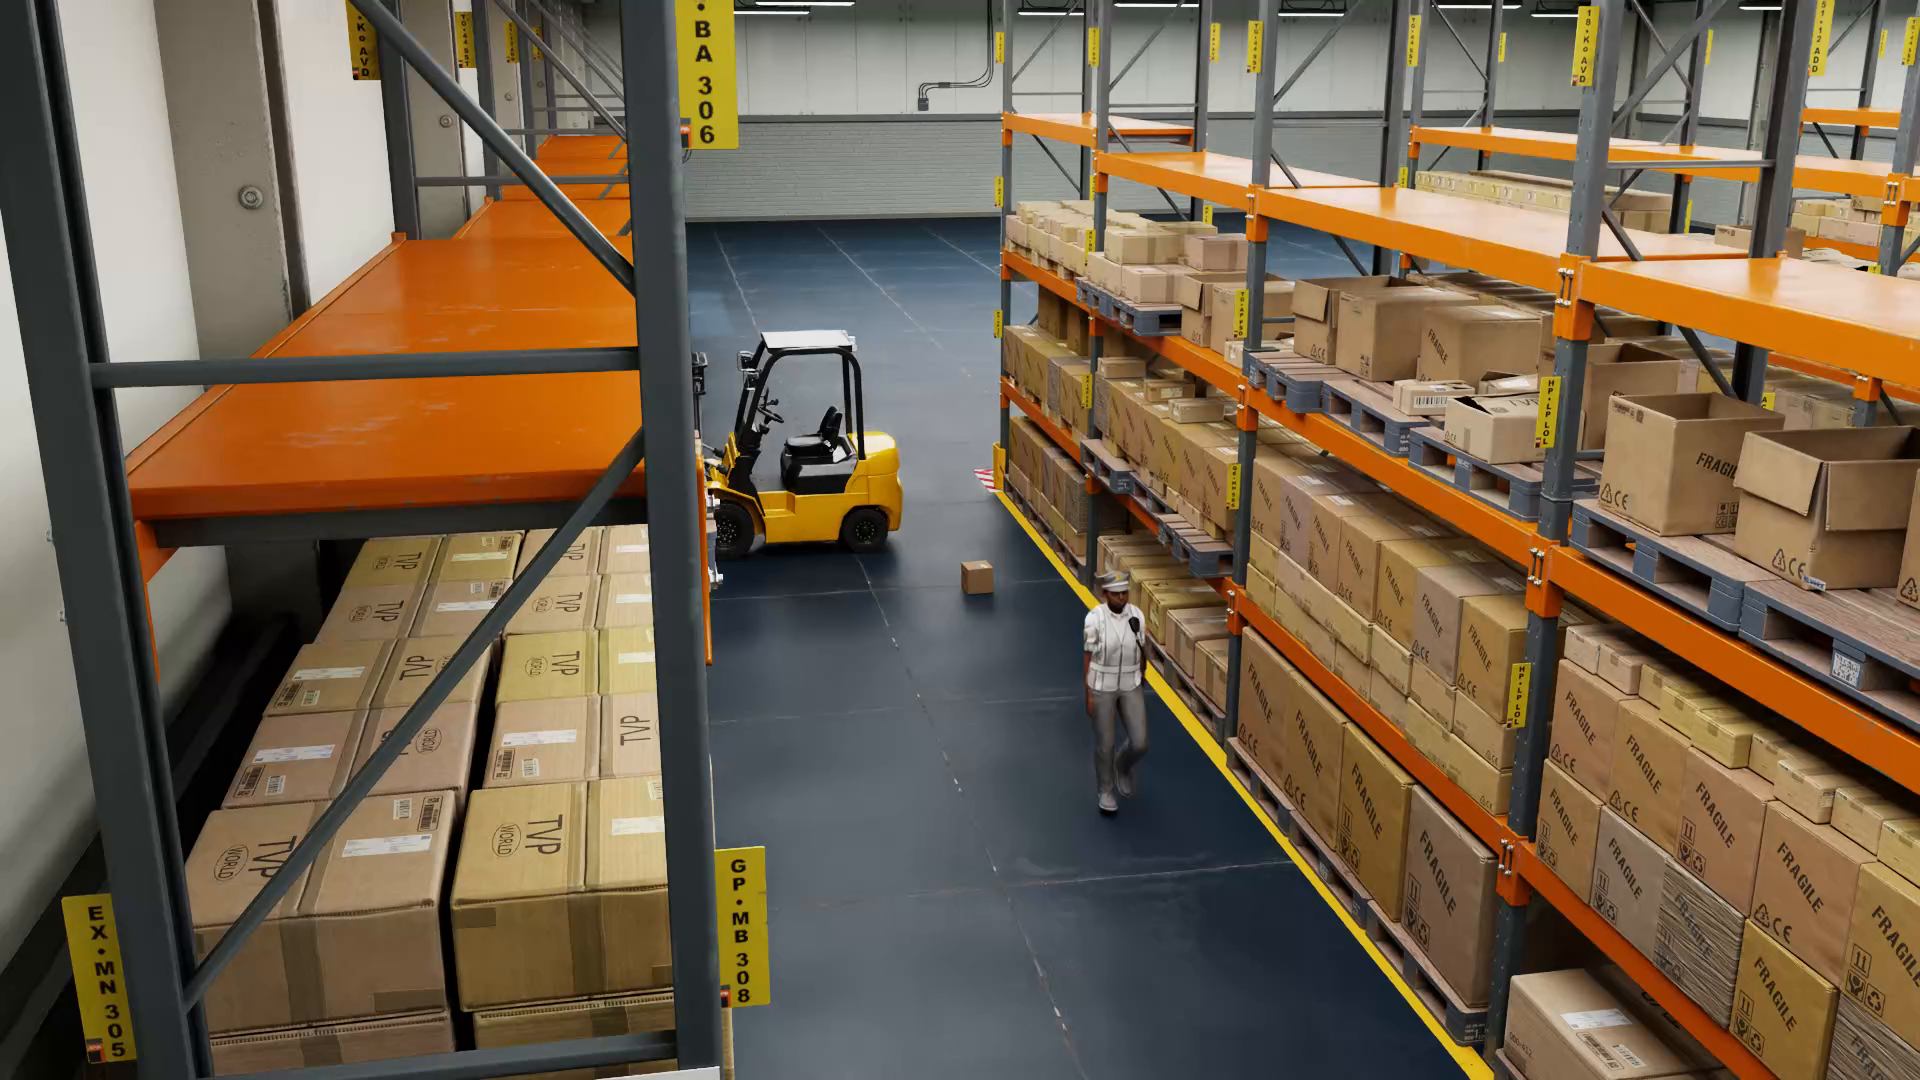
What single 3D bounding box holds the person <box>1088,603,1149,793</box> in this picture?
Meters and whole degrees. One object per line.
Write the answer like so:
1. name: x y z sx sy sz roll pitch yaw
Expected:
1. person: 1.045 1.098 11.197 0.406 1.347 0.418 -3 17 -9
